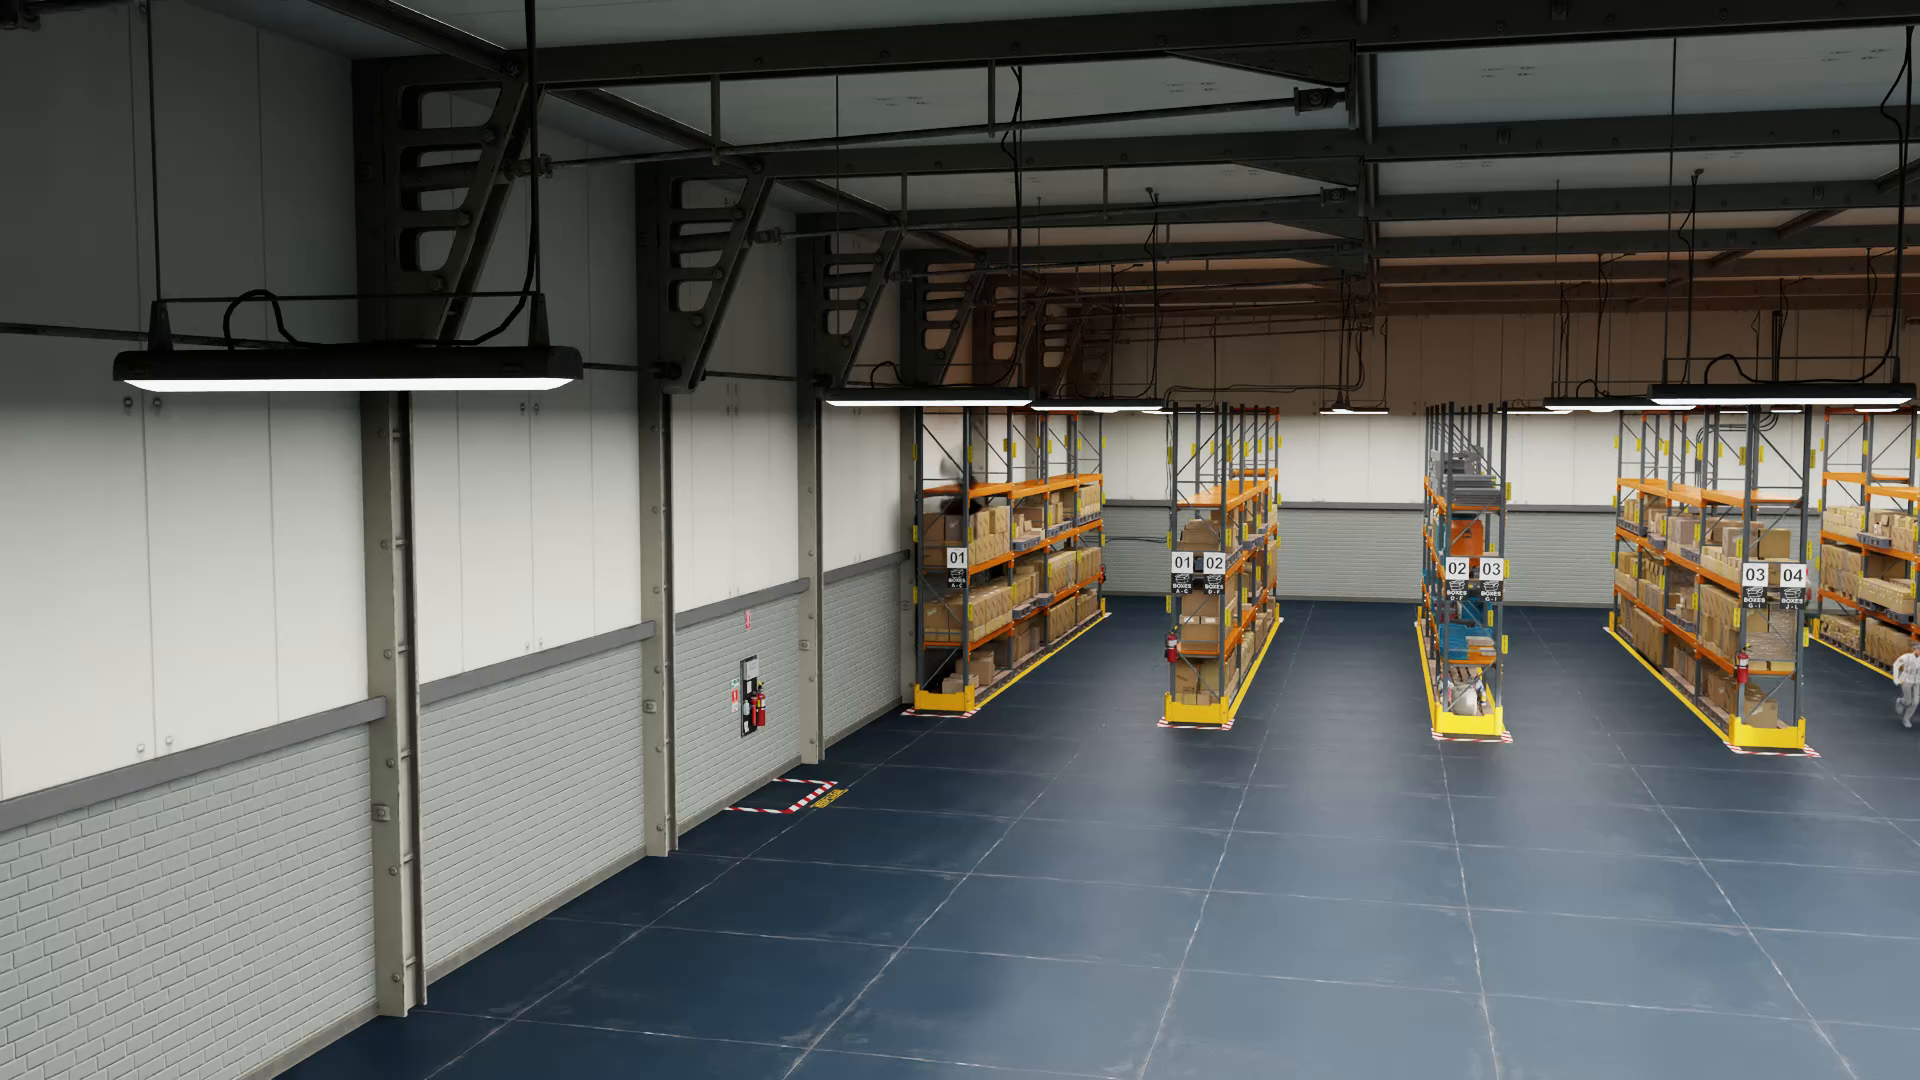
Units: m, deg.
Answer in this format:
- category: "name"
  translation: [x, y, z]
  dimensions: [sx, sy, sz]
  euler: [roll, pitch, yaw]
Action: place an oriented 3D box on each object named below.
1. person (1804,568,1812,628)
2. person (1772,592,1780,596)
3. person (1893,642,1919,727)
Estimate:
- category: "person"
  translation: [22.336, 1.596, 44.163]
  dimensions: [0.527, 1.745, 0.688]
  euler: [1, 4, 11]
- category: "person"
  translation: [21.904, 1.667, 44.468]
  dimensions: [0.910, 1.658, 0.575]
  euler: [-3, 5, -35]
- category: "person"
  translation: [17.653, 2.659, 30.888]
  dimensions: [0.611, 1.623, 0.721]
  euler: [0, 4, 2]
